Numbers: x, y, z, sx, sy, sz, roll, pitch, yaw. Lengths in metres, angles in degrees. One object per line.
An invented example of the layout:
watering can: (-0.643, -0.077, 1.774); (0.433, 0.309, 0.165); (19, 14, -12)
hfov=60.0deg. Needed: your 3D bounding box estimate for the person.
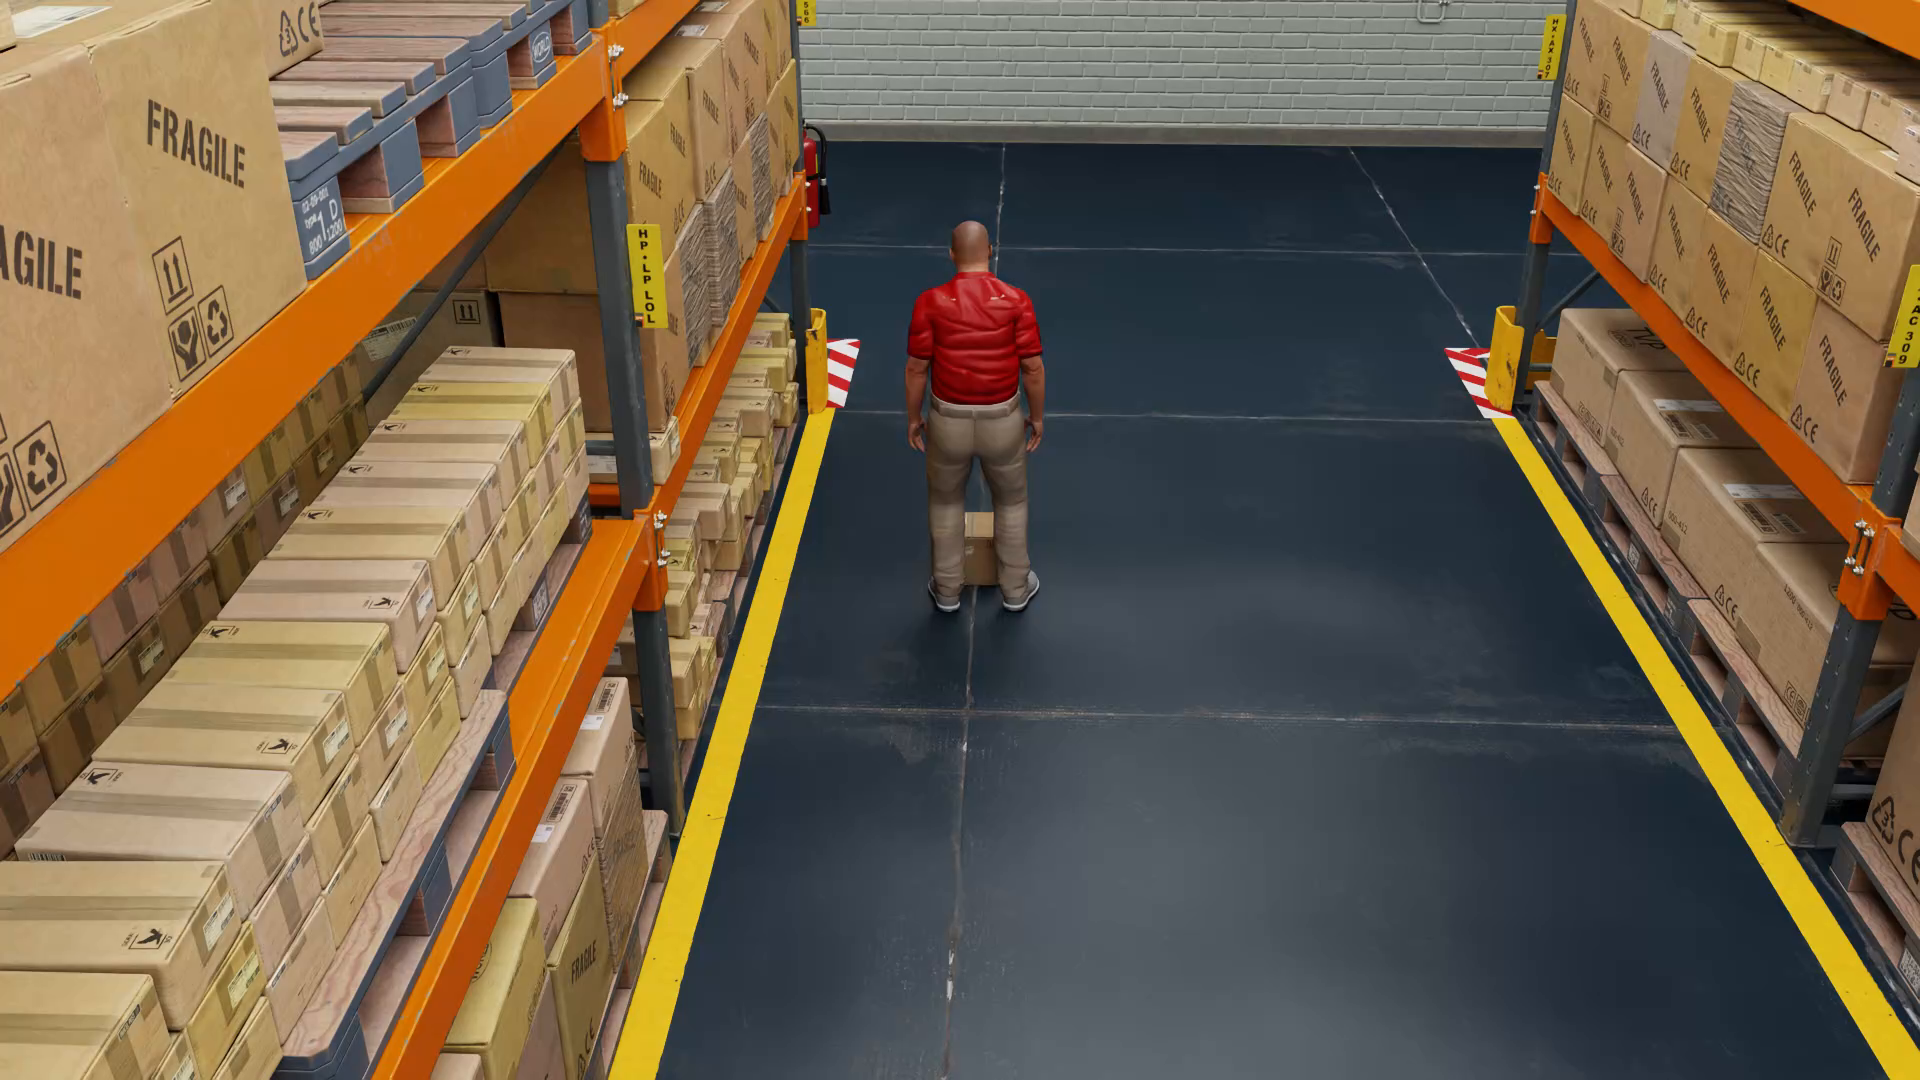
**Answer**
person: (0.064, -0.498, 7.081); (0.589, 1.726, 0.393); (0, 28, 1)
